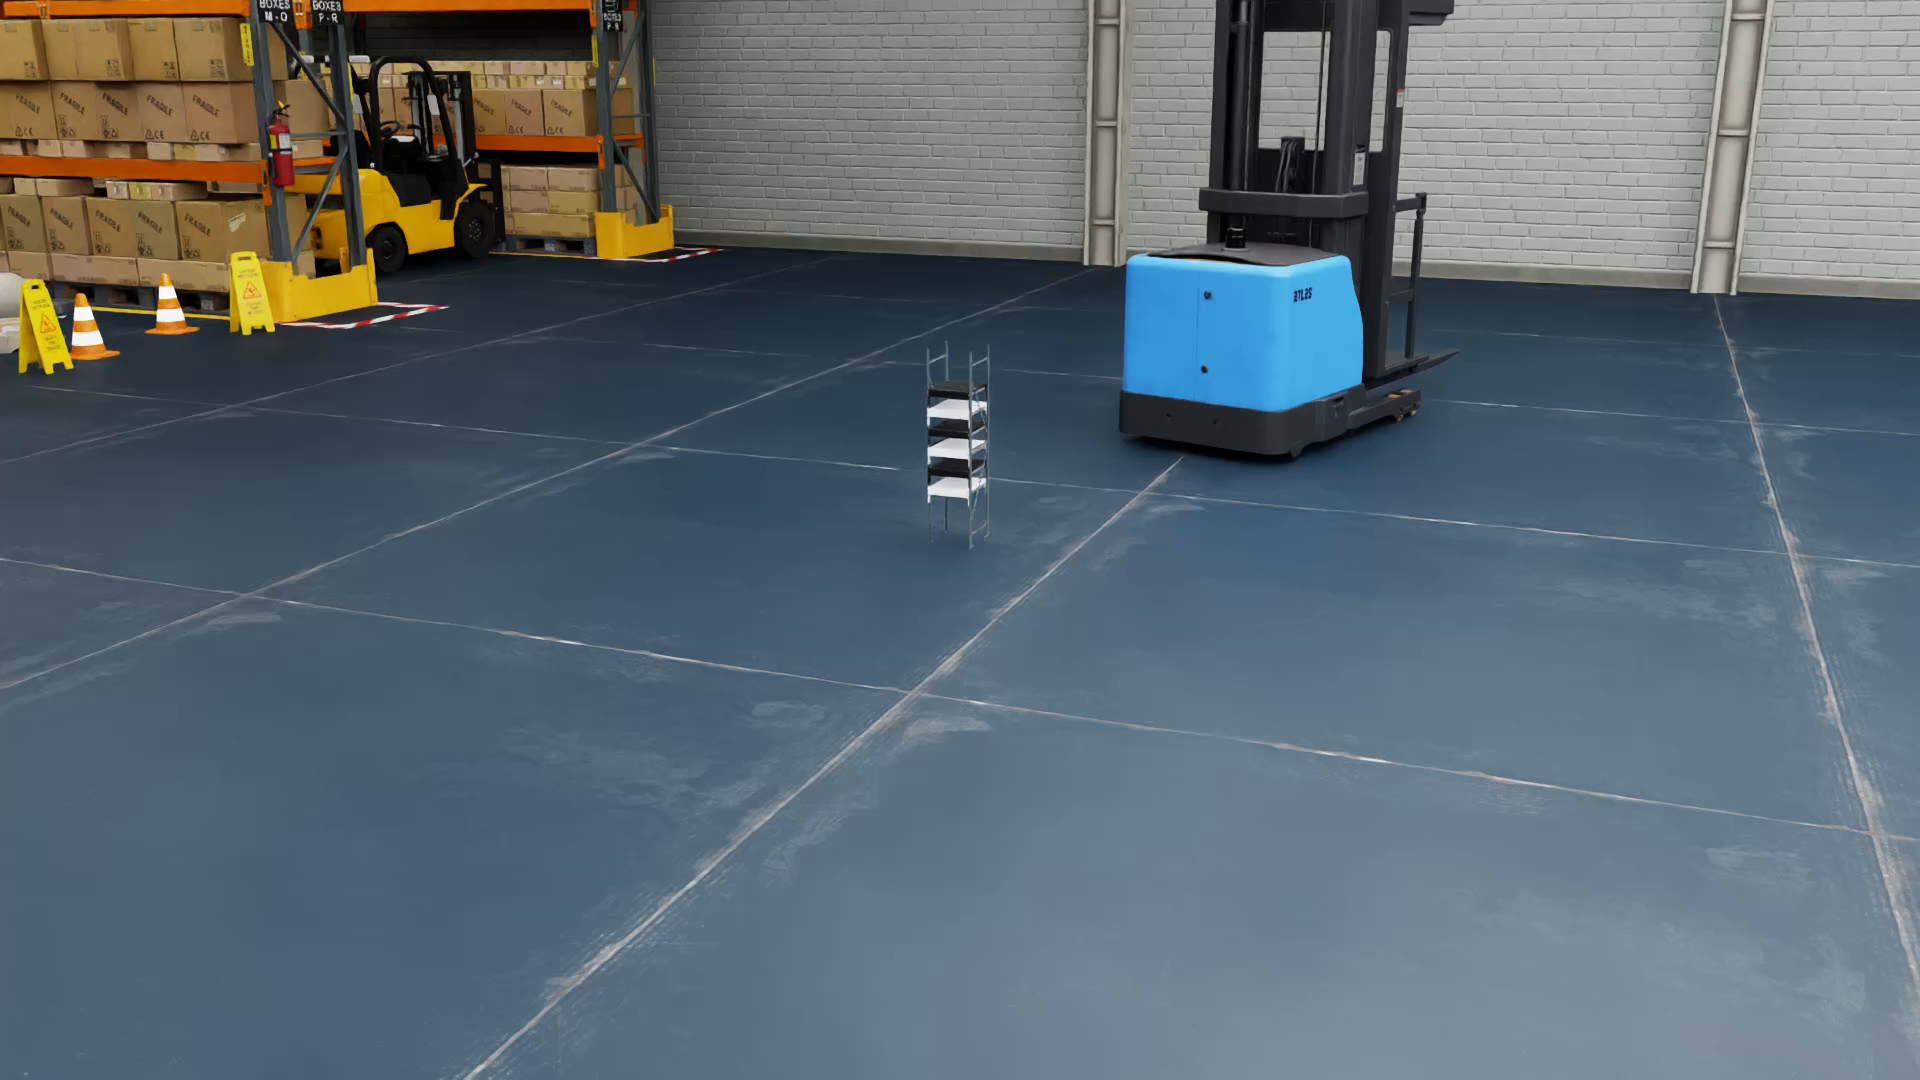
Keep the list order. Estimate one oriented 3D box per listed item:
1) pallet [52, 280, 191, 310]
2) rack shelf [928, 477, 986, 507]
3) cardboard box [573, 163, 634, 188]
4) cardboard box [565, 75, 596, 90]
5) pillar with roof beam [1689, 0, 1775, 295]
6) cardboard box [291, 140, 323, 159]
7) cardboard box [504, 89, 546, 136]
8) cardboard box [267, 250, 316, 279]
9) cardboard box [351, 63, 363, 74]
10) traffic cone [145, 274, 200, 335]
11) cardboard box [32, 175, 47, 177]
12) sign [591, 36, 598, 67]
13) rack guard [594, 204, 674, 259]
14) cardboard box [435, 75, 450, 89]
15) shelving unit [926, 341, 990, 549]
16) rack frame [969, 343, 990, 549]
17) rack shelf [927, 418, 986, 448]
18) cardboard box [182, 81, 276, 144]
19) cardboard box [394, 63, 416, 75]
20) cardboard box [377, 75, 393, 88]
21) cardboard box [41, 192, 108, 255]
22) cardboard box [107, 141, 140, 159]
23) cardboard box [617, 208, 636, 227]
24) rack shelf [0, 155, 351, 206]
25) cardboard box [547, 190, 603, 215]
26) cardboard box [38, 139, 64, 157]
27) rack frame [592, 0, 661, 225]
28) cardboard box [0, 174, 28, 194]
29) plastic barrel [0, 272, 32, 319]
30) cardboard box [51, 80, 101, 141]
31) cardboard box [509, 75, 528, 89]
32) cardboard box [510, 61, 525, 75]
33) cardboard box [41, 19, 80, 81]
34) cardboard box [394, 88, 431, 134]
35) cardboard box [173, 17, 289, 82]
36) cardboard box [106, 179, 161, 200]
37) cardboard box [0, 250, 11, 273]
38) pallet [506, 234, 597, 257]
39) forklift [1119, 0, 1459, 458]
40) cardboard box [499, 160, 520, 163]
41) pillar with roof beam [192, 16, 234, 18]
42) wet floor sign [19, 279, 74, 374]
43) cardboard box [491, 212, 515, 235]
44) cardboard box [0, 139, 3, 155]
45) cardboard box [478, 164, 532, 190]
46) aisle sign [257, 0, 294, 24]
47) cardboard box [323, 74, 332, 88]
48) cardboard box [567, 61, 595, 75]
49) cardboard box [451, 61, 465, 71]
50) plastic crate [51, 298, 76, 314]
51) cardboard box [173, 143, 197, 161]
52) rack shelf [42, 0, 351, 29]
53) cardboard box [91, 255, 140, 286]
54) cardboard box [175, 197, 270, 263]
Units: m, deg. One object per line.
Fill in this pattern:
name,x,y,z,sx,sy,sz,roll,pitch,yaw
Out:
pallet,-7.469,-2.313,15.263,1.213,0.211,1.003,6,17,21
rack shelf,-0.008,-0.228,7.611,0.200,0.077,0.258,6,17,21
cardboard box,-4.084,-4.174,19.057,0.500,0.250,0.500,6,17,20
cardboard box,-4.132,-5.037,18.301,0.250,0.149,0.380,7,17,21
pillar with roof beam,5.560,-5.557,10.673,0.400,9.000,9.100,6,17,21
cardboard box,-5.764,-3.395,14.437,0.250,0.149,0.380,6,17,21
cardboard box,-4.740,-4.800,18.650,0.500,0.500,0.500,7,18,22
cardboard box,-6.173,-2.462,14.954,0.500,0.250,0.500,6,17,20
cardboard box,-6.957,-5.518,19.424,0.250,0.149,0.380,7,17,21
traffic cone,-6.398,-1.918,13.451,0.334,0.463,0.336,6,17,21
cardboard box,-11.621,-4.522,21.599,0.500,0.500,0.500,7,18,22
sign,-3.919,-5.245,17.859,0.005,0.325,0.100,6,17,21
rack guard,-3.684,-3.512,18.874,0.348,0.500,1.175,6,17,21
cardboard box,-5.796,-5.219,18.929,0.250,0.149,0.380,6,17,19
shelving unit,-0.008,-0.433,7.551,0.210,0.900,0.258,6,17,21
rack frame,0.087,-0.423,7.515,0.006,0.900,0.240,6,17,21
rack shelf,-0.008,-0.487,7.535,0.200,0.077,0.258,6,17,21
cardboard box,-6.130,-3.602,13.988,0.500,0.500,0.500,6,17,20
cardboard box,-6.270,-5.417,19.077,0.250,0.149,0.380,6,17,20
cardboard box,-6.531,-5.293,19.181,0.250,0.149,0.380,7,17,22
cardboard box,-7.812,-2.842,14.916,0.500,0.500,0.500,7,18,24
cardboard box,-7.166,-3.402,14.462,0.250,0.149,0.380,6,17,20
cardboard box,-4.092,-3.697,19.206,0.500,0.250,0.500,6,17,21
rack shelf,-7.385,-3.286,14.903,4.000,0.370,1.077,6,17,21
cardboard box,-4.274,-3.805,18.681,0.500,0.250,0.500,6,17,20
cardboard box,-7.883,-3.467,14.686,0.250,0.149,0.380,6,17,21
rack frame,-3.707,-4.715,18.534,0.127,3.000,1.000,6,17,21
cardboard box,-8.701,-3.230,15.090,0.250,0.149,0.380,7,17,21
plastic barrel,-8.001,-2.008,13.832,0.512,0.421,0.421,-9,18,-27
cardboard box,-7.523,-3.763,14.543,0.500,0.500,0.500,6,17,21
cardboard box,-4.826,-5.126,18.608,0.250,0.149,0.380,6,17,20
cardboard box,-4.816,-5.281,18.607,0.250,0.149,0.380,6,17,21
cardboard box,-7.473,-4.260,14.461,0.500,0.500,0.700,6,17,20
cardboard box,-6.149,-4.958,19.193,0.500,0.500,0.500,6,17,20
cardboard box,-6.080,-4.094,13.888,0.500,0.500,0.700,6,17,19
cardboard box,-7.209,-3.068,14.532,0.250,0.149,0.380,7,18,23
cardboard box,-8.796,-2.587,15.383,0.500,0.250,0.500,5,17,18
pallet,-4.433,-3.443,19.154,1.213,0.211,1.003,6,17,21
forklift,2.214,-2.210,10.028,1.130,2.935,3.031,12,20,36
cardboard box,-5.486,-4.333,19.603,0.500,0.250,0.500,6,17,20
pillar with roof beam,-11.185,-7.398,17.016,0.400,9.000,9.100,6,17,21
wet floor sign,-6.493,-1.513,11.727,0.232,0.644,0.267,3,17,11
cardboard box,-5.181,-3.669,19.110,0.500,0.250,0.500,6,17,21
cardboard box,-8.558,-3.568,15.036,0.250,0.149,0.380,6,17,20
cardboard box,-5.200,-4.142,18.946,0.500,0.250,0.500,7,17,21
aisle sign,-5.573,-4.594,13.454,0.004,0.787,0.394,6,17,21
cardboard box,-7.228,-5.383,19.491,0.250,0.149,0.380,6,17,20
cardboard box,-4.117,-5.199,18.326,0.250,0.149,0.380,6,17,21
cardboard box,-5.546,-5.354,18.861,0.250,0.149,0.380,7,17,21
plastic crate,-8.086,-2.061,14.629,0.583,0.080,0.402,0,16,1
cardboard box,-6.458,-3.318,14.173,0.250,0.149,0.380,6,17,20
rack shelf,-9.288,-6.423,20.330,4.000,0.370,1.077,6,17,21
cardboard box,-7.343,-2.428,14.836,0.500,0.250,0.500,6,17,19
cardboard box,-6.365,-2.683,14.367,0.500,0.500,0.500,6,17,21
